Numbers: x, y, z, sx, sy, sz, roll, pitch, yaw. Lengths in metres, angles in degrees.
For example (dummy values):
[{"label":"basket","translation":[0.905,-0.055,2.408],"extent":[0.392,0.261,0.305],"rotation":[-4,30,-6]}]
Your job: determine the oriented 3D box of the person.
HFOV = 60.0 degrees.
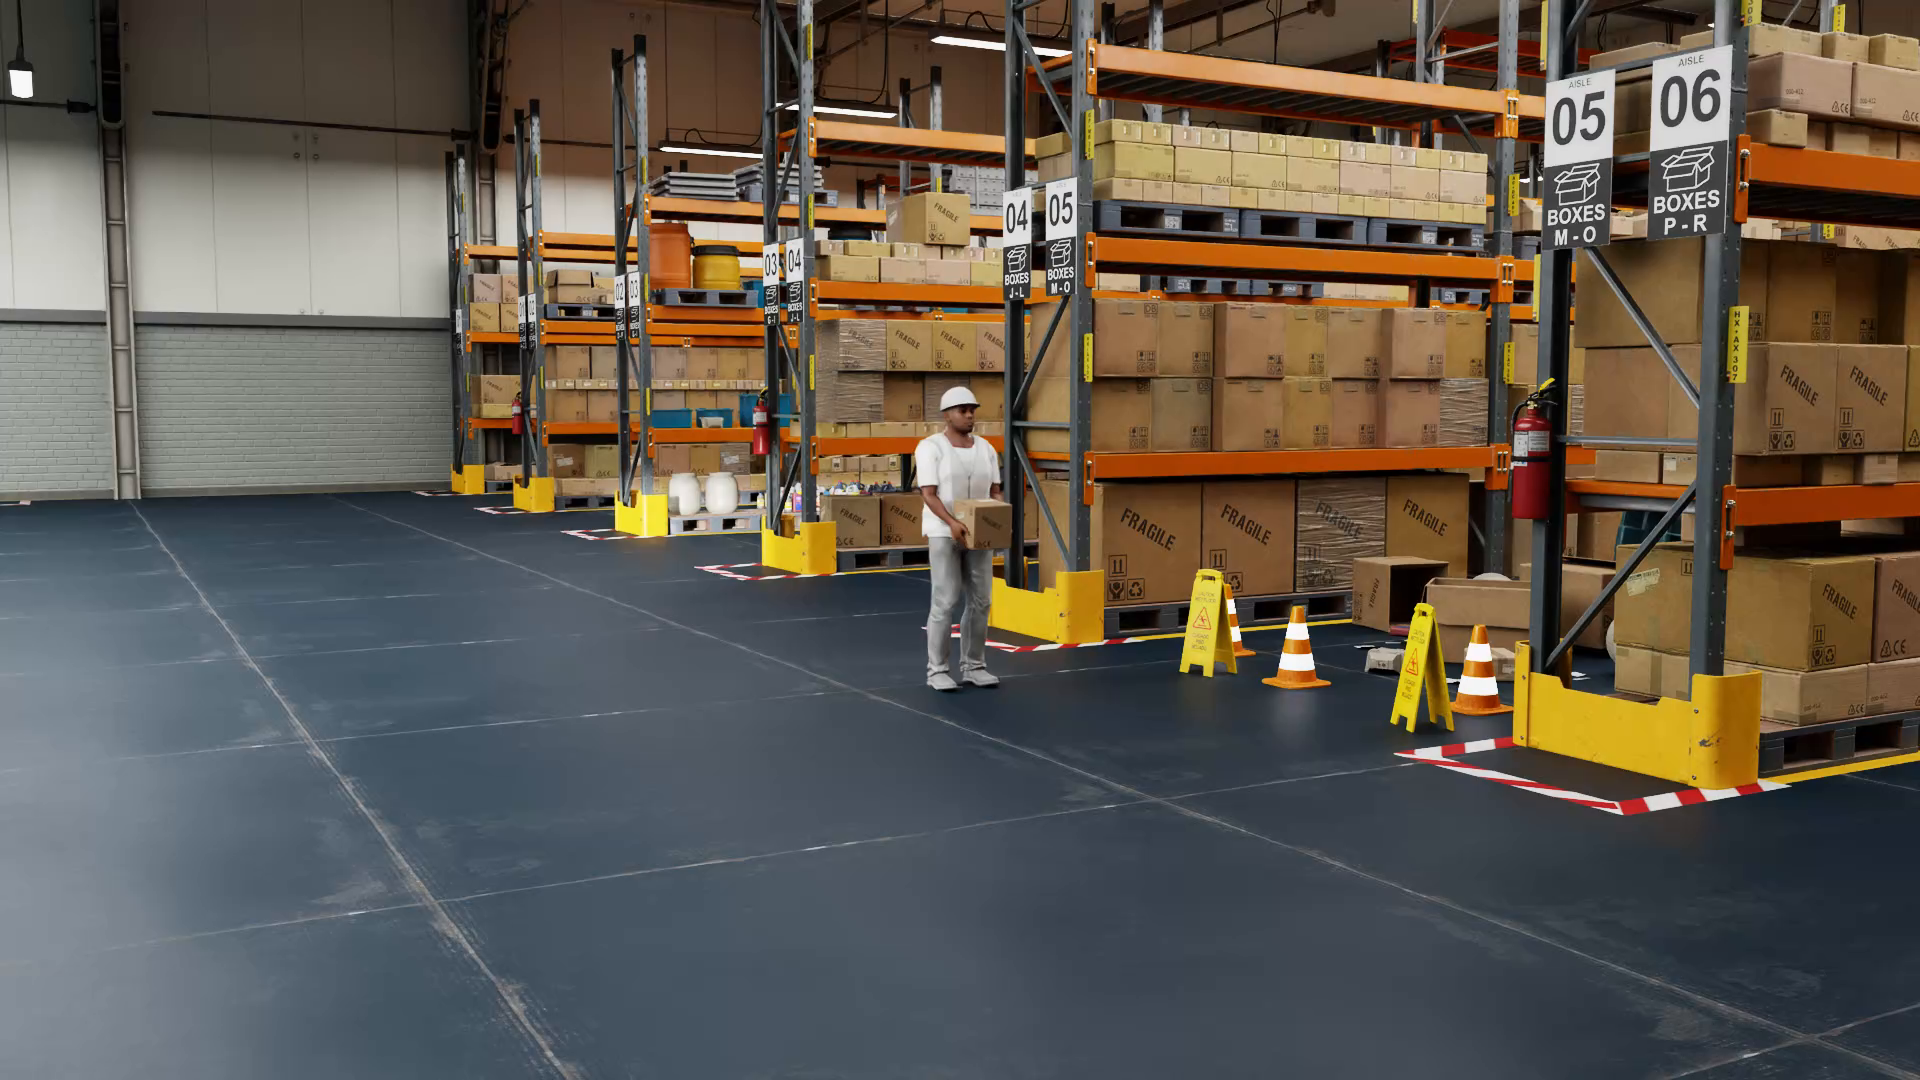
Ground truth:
[{"label":"person","translation":[0.031,-0.011,9.784],"extent":[0.635,1.760,0.455],"rotation":[-3,6,-32]}]
